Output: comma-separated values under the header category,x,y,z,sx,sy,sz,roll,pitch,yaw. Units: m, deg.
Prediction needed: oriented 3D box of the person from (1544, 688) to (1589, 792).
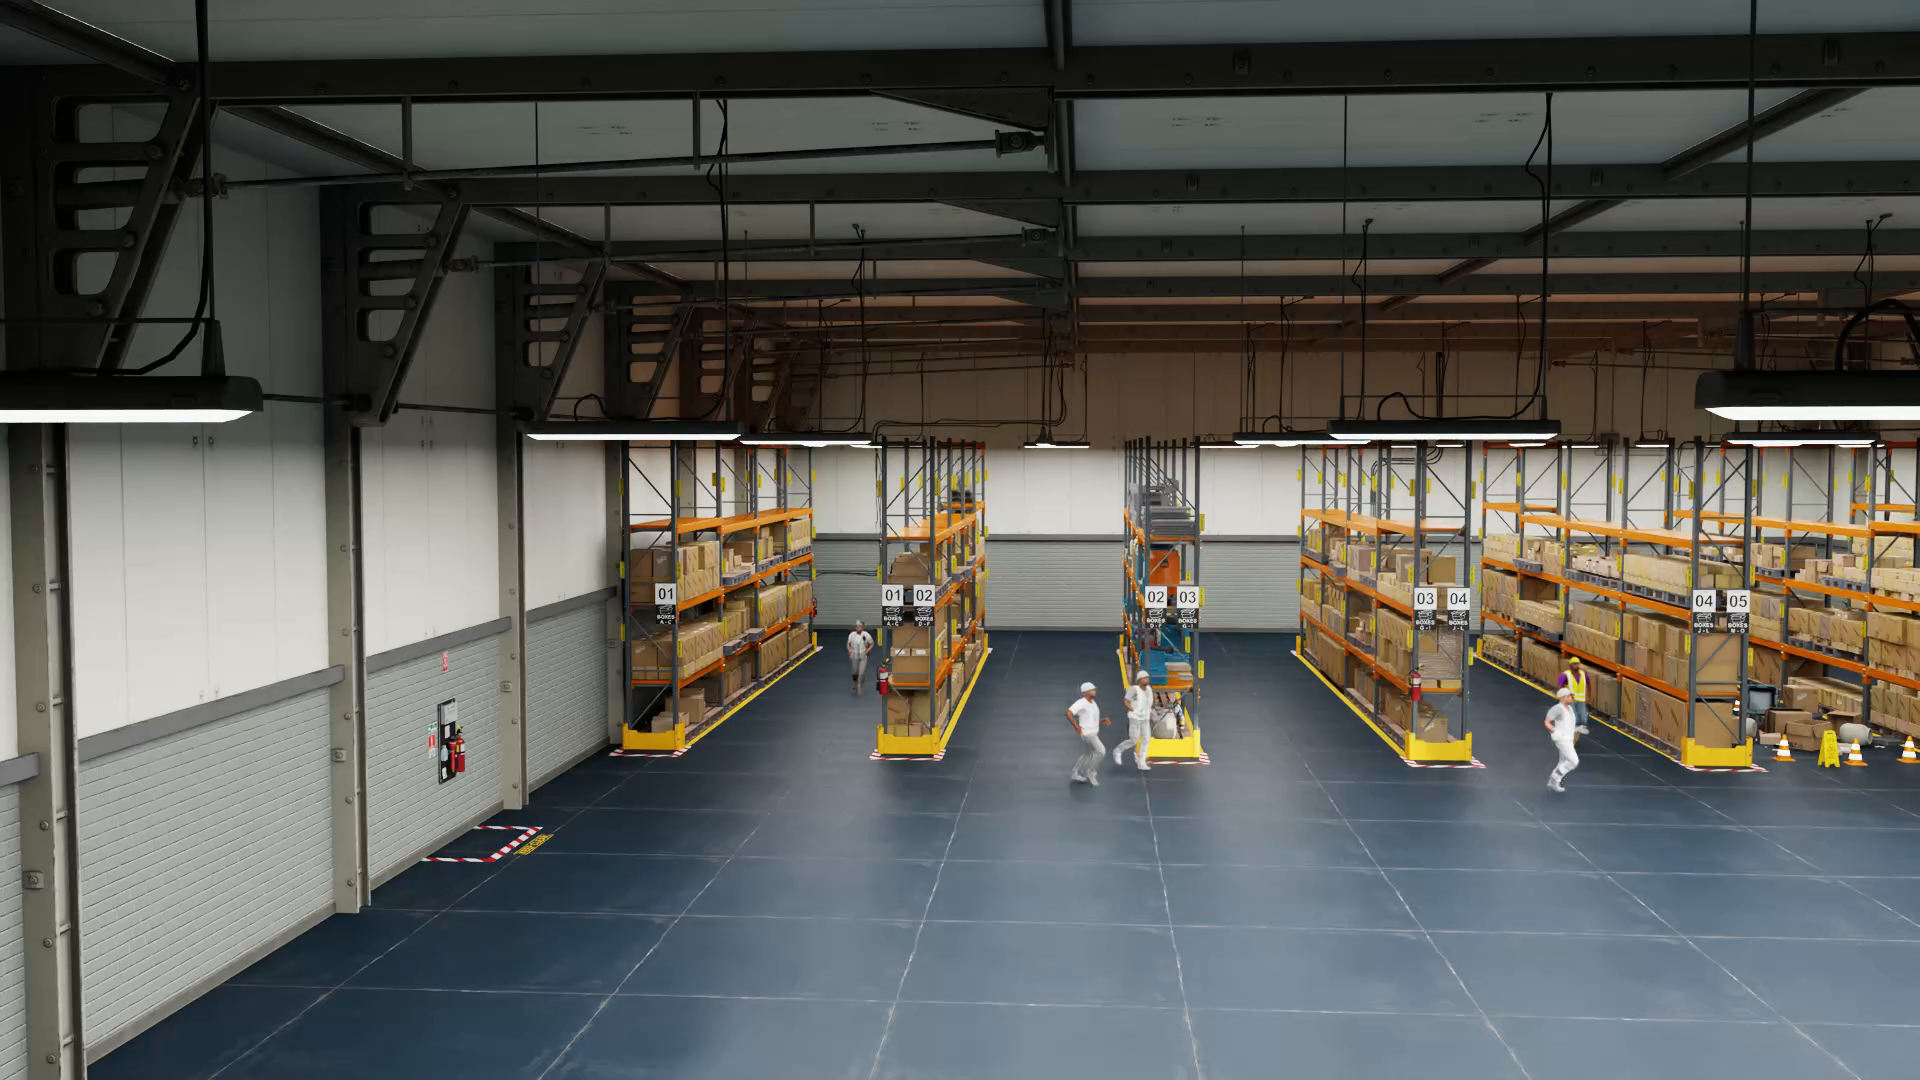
category,x,y,z,sx,sy,sz,roll,pitch,yaw
person,10.127,3.345,27.751,0.617,1.740,0.633,3,4,41

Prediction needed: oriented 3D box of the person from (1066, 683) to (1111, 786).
category,x,y,z,sx,sy,sz,roll,pitch,yaw
person,2.213,3.335,28.531,0.719,1.776,0.710,1,3,24

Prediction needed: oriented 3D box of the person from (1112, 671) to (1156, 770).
category,x,y,z,sx,sy,sz,roll,pitch,yaw
person,3.255,3.233,30.055,0.724,1.751,0.818,-3,4,-41

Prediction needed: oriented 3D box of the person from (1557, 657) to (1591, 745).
category,x,y,z,sx,sy,sz,roll,pitch,yaw
person,11.958,3.124,32.292,0.731,1.718,0.597,0,3,-4

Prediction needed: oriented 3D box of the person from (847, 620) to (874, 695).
category,x,y,z,sx,sy,sz,roll,pitch,yaw
person,-2.352,2.759,39.240,0.653,1.758,0.624,0,3,3
